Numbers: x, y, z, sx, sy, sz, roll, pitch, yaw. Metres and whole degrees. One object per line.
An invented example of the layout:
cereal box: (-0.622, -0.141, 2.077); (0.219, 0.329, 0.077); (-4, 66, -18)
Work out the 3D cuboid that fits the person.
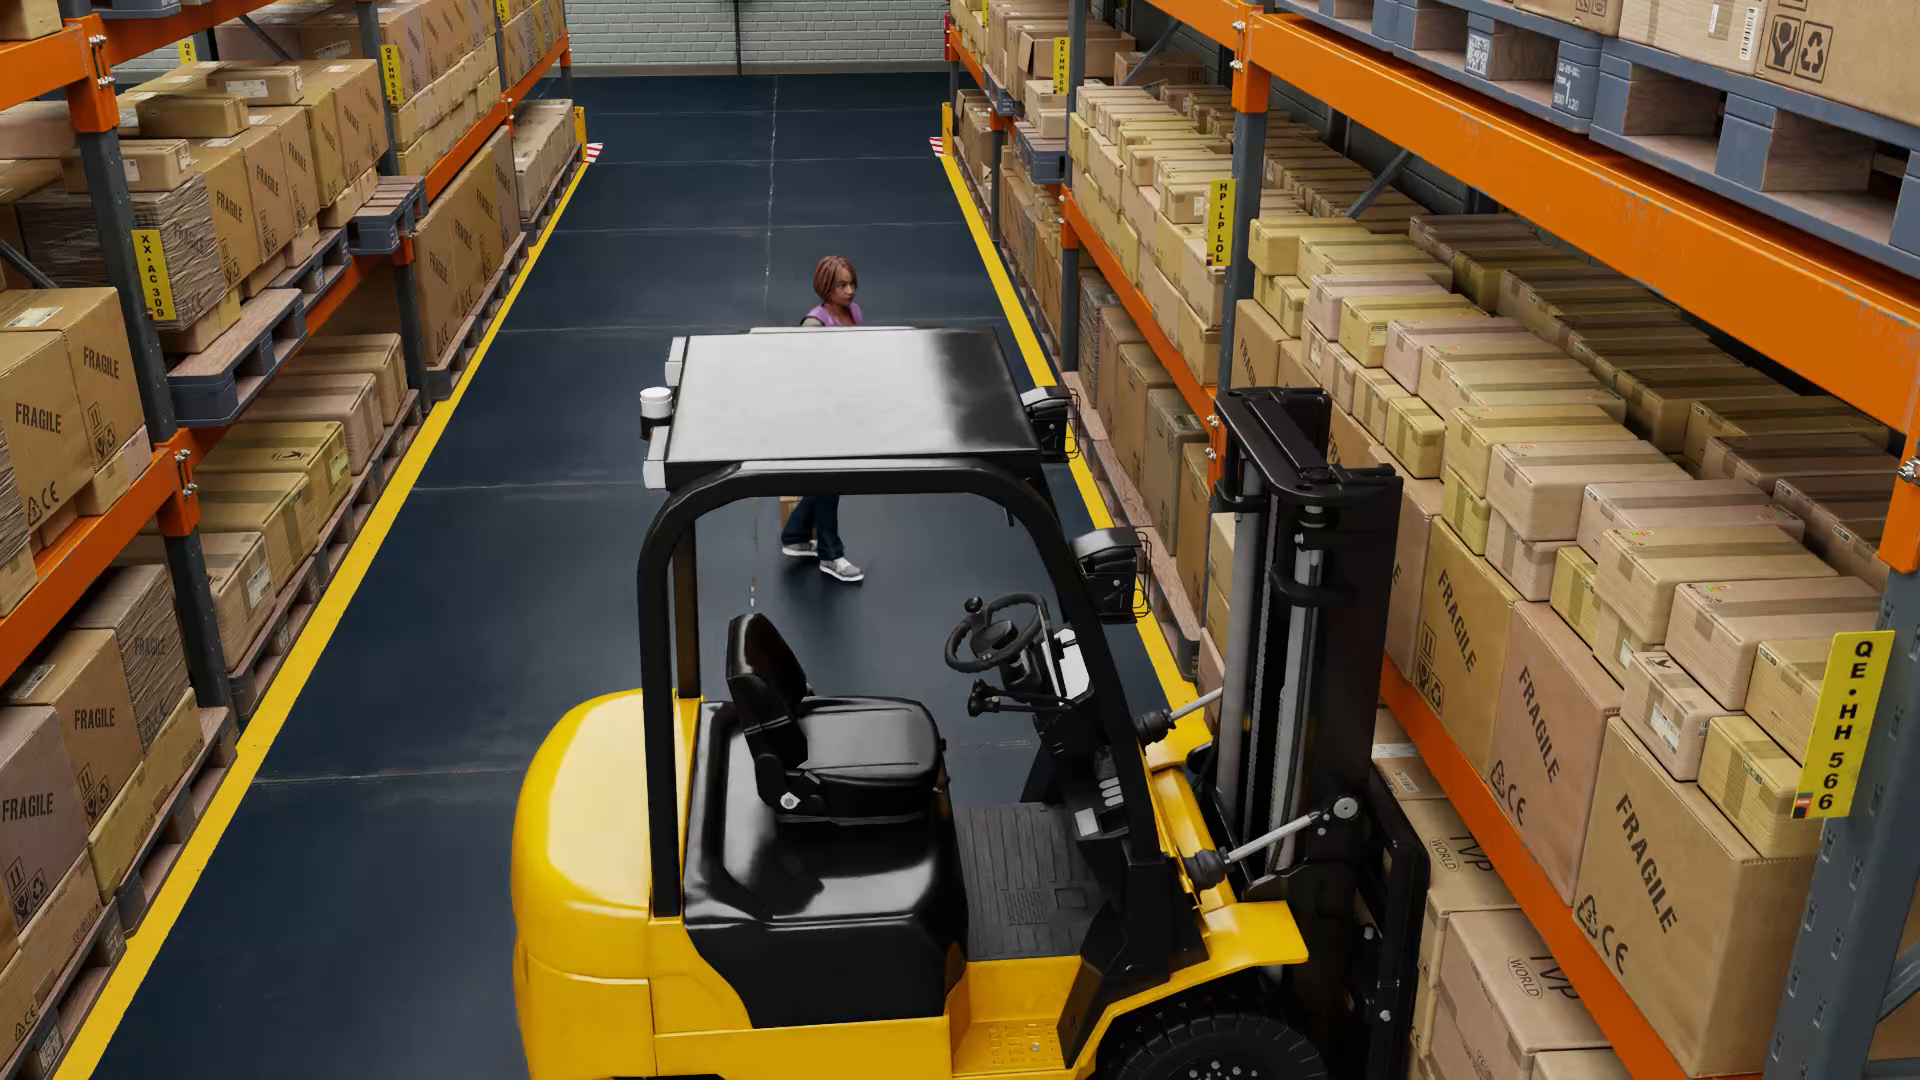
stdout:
person: (-0.646, -0.578, 7.886); (0.475, 1.595, 0.421); (11, 26, 23)
